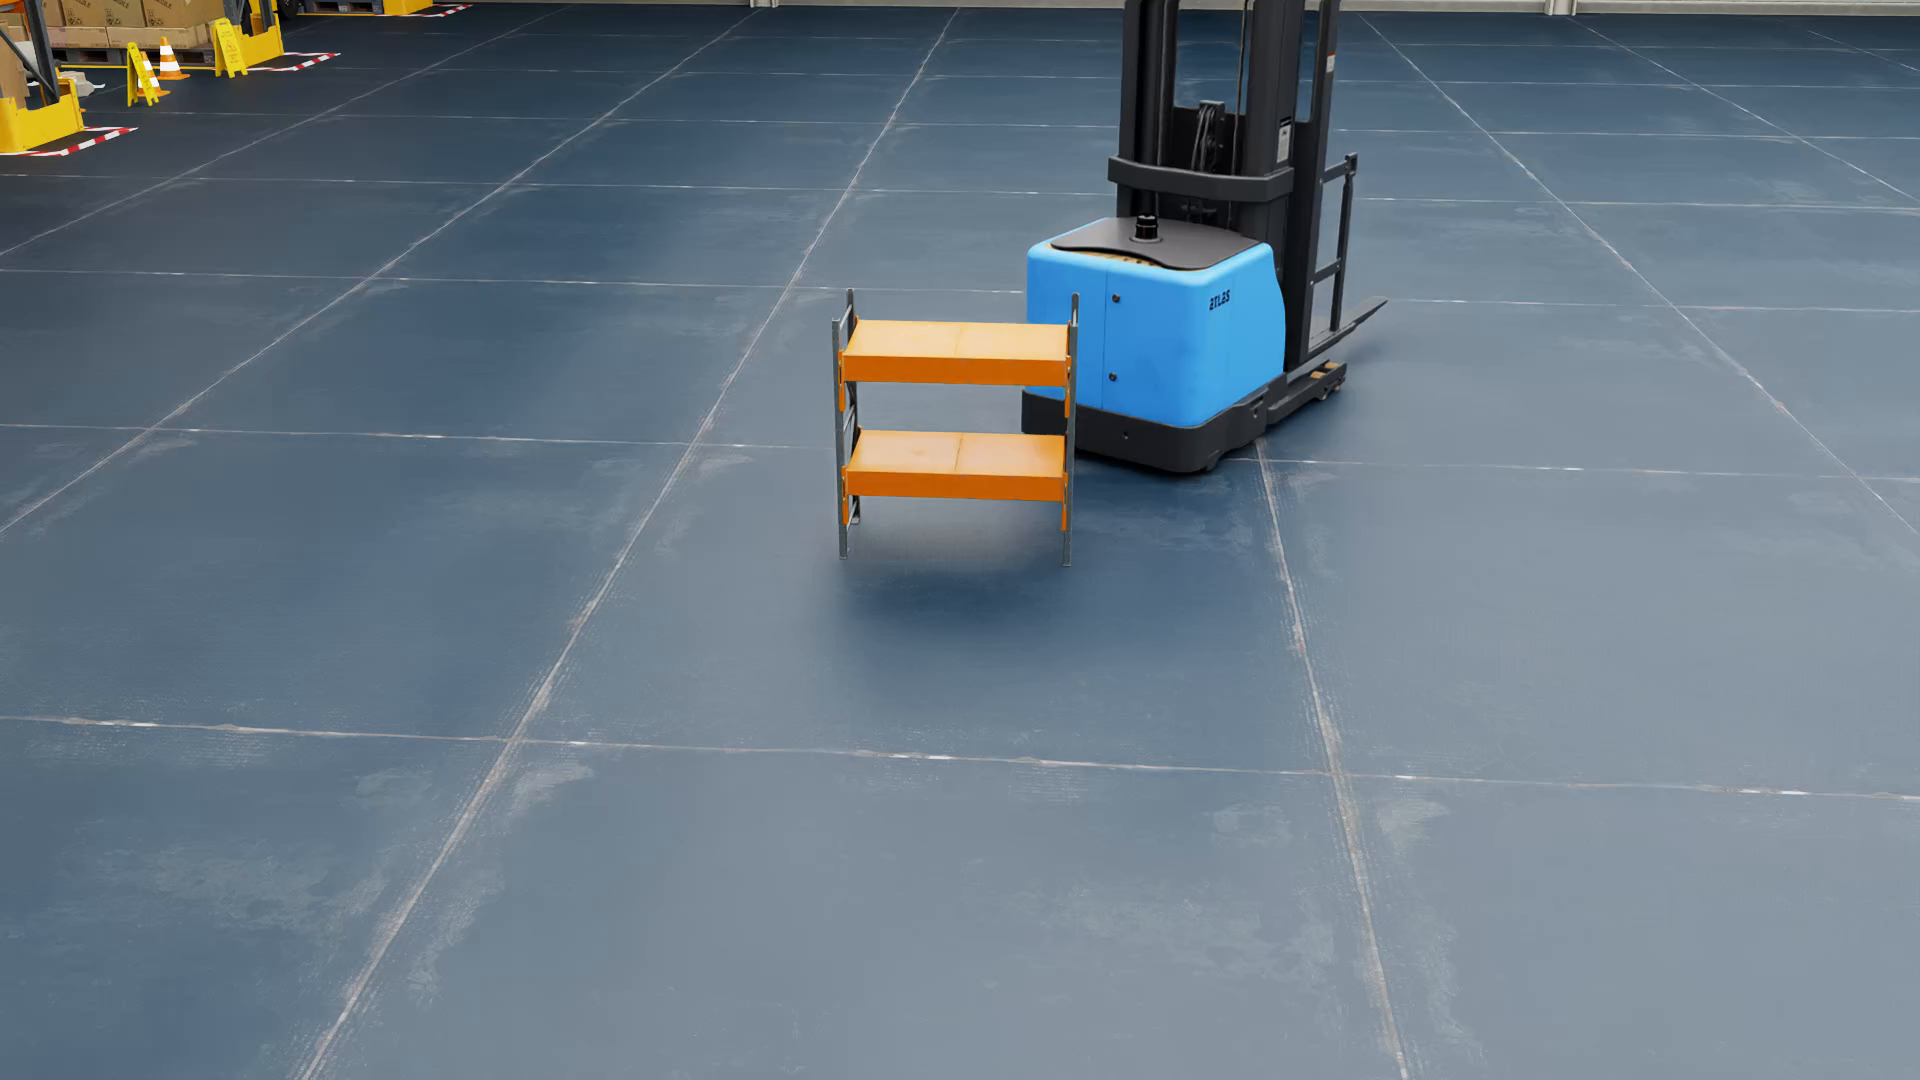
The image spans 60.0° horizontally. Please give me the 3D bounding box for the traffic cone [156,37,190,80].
[{"bbox_3d":[-9.277,-5.652,19.479,0.334,0.463,0.336,2,25,4],"label":"traffic cone"}]

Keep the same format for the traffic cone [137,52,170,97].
[{"bbox_3d":[-9.023,-5.178,18.450,0.334,0.463,0.336,2,25,4],"label":"traffic cone"}]

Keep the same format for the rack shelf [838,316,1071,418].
[{"bbox_3d":[-0.007,-0.777,7.393,1.000,0.278,0.538,2,25,4],"label":"rack shelf"}]

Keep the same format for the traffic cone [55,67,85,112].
[{"bbox_3d":[-9.448,-4.718,17.450,0.334,0.463,0.336,2,25,4],"label":"traffic cone"}]

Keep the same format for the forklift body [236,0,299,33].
[{"bbox_3d":[-10.403,-8.312,23.240,1.214,2.155,2.313,2,25,4],"label":"forklift body"}]

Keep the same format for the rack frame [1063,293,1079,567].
[{"bbox_3d":[0.500,-0.495,7.480,0.032,1.125,0.500,2,25,4],"label":"rack frame"}]

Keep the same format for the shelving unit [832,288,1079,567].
[{"bbox_3d":[-0.007,-0.511,7.515,1.048,1.125,0.538,2,25,4],"label":"shelving unit"}]

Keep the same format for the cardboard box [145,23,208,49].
[{"bbox_3d":[-9.600,-6.184,20.388,0.500,0.250,0.500,2,25,4],"label":"cardboard box"}]

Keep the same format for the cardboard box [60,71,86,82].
[{"bbox_3d":[-10.210,-5.233,18.945,0.250,0.149,0.380,16,29,31],"label":"cardboard box"}]

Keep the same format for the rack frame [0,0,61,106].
[{"bbox_3d":[-9.028,-5.262,15.597,0.127,3.000,1.000,2,25,4],"label":"rack frame"}]

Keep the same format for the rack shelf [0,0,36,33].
[{"bbox_3d":[-11.022,-4.999,15.886,4.000,0.370,1.077,2,25,4],"label":"rack shelf"}]

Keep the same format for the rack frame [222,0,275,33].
[{"bbox_3d":[-8.749,-7.328,20.087,0.127,3.000,1.000,2,25,4],"label":"rack frame"}]

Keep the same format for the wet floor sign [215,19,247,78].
[{"bbox_3d":[-8.642,-5.806,19.597,0.232,0.644,0.267,11,27,22],"label":"wet floor sign"}]

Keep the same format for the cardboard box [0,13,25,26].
[{"bbox_3d":[-11.635,-6.595,20.383,0.500,0.500,0.500,3,25,6],"label":"cardboard box"}]

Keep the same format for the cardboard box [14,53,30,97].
[{"bbox_3d":[-10.694,-5.195,18.438,0.637,0.503,0.797,-17,30,-32],"label":"cardboard box"}]

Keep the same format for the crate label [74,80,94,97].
[{"bbox_3d":[-9.811,-5.030,18.517,0.298,0.136,0.250,-11,27,-23],"label":"crate label"}]

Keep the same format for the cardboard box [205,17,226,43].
[{"bbox_3d":[-9.532,-6.411,20.881,0.500,0.250,0.500,2,25,4],"label":"cardboard box"}]

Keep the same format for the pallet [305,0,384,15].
[{"bbox_3d":[-9.139,-8.137,25.182,1.213,0.211,1.003,2,25,4],"label":"pallet"}]

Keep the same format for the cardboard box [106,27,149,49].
[{"bbox_3d":[-10.092,-6.203,20.430,0.500,0.250,0.500,2,25,4],"label":"cardboard box"}]

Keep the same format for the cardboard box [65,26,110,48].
[{"bbox_3d":[-10.614,-6.218,20.461,0.500,0.250,0.500,1,25,2],"label":"cardboard box"}]

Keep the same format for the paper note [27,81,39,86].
[{"bbox_3d":[-10.680,-5.264,19.168,0.142,0.019,0.148,11,27,22],"label":"paper note"}]

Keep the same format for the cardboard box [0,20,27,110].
[{"bbox_3d":[-9.709,-4.481,15.940,0.875,0.875,0.875,2,25,4],"label":"cardboard box"}]

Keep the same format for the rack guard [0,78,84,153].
[{"bbox_3d":[-9.004,-4.125,16.117,0.348,0.500,1.175,2,25,4],"label":"rack guard"}]

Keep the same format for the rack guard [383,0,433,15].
[{"bbox_3d":[-8.349,-8.261,25.104,0.348,0.500,1.175,2,25,4],"label":"rack guard"}]

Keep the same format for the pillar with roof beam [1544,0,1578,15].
[{"bbox_3d":[8.619,-10.150,19.043,0.400,9.000,9.100,2,25,4],"label":"pillar with roof beam"}]

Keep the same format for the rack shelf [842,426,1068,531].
[{"bbox_3d":[-0.007,-0.289,7.618,1.000,0.278,0.538,2,25,4],"label":"rack shelf"}]

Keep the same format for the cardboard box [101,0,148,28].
[{"bbox_3d":[-10.089,-6.543,20.270,0.500,0.500,0.500,3,25,6],"label":"cardboard box"}]

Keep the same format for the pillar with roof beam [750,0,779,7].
[{"bbox_3d":[-3.345,-10.534,19.878,0.400,9.000,9.100,2,25,4],"label":"pillar with roof beam"}]

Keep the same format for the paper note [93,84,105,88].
[{"bbox_3d":[-9.844,-5.180,18.971,0.142,0.019,0.148,-7,26,-14],"label":"paper note"}]

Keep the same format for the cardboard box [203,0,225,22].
[{"bbox_3d":[-9.556,-6.752,20.725,0.500,0.500,0.500,1,25,2],"label":"cardboard box"}]

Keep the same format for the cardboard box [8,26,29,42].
[{"bbox_3d":[-11.637,-6.254,20.540,0.500,0.250,0.500,3,25,7],"label":"cardboard box"}]

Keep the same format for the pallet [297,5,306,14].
[{"bbox_3d":[-10.352,-8.177,25.269,1.213,0.211,1.003,2,25,4],"label":"pallet"}]

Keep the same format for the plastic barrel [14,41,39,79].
[{"bbox_3d":[-10.925,-5.593,19.398,0.421,0.421,0.512,22,33,39],"label":"plastic barrel"}]

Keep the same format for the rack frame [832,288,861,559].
[{"bbox_3d":[-0.514,-0.527,7.551,0.032,1.125,0.500,2,25,4],"label":"rack frame"}]

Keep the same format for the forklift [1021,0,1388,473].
[{"bbox_3d":[1.580,-2.228,9.086,1.130,2.935,3.031,16,29,31],"label":"forklift"}]

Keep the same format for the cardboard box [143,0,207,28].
[{"bbox_3d":[-9.568,-6.527,20.237,0.500,0.500,0.500,2,25,4],"label":"cardboard box"}]

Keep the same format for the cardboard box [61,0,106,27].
[{"bbox_3d":[-10.591,-6.562,20.312,0.500,0.500,0.500,1,25,3],"label":"cardboard box"}]

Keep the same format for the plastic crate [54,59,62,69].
[{"bbox_3d":[-11.235,-5.738,20.124,0.583,0.080,0.402,-7,26,-14],"label":"plastic crate"}]

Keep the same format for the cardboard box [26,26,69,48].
[{"bbox_3d":[-11.108,-6.238,20.505,0.500,0.250,0.500,2,25,3],"label":"cardboard box"}]

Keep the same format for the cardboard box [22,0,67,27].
[{"bbox_3d":[-11.119,-6.577,20.346,0.500,0.500,0.500,3,25,7],"label":"cardboard box"}]

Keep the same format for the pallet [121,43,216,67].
[{"bbox_3d":[-9.632,-6.104,20.764,1.213,0.211,1.003,2,25,4],"label":"pallet"}]

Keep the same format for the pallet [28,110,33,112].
[{"bbox_3d":[-9.831,-3.988,16.164,1.213,0.211,1.003,2,25,4],"label":"pallet"}]

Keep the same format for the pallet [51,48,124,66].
[{"bbox_3d":[-10.846,-6.145,20.851,1.213,0.211,1.003,2,25,4],"label":"pallet"}]

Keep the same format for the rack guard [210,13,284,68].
[{"bbox_3d":[-8.825,-6.195,20.615,0.348,0.500,1.175,2,25,4],"label":"rack guard"}]

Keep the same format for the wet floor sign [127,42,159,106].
[{"bbox_3d":[-8.847,-5.017,17.880,0.232,0.644,0.267,-2,25,-5],"label":"wet floor sign"}]
